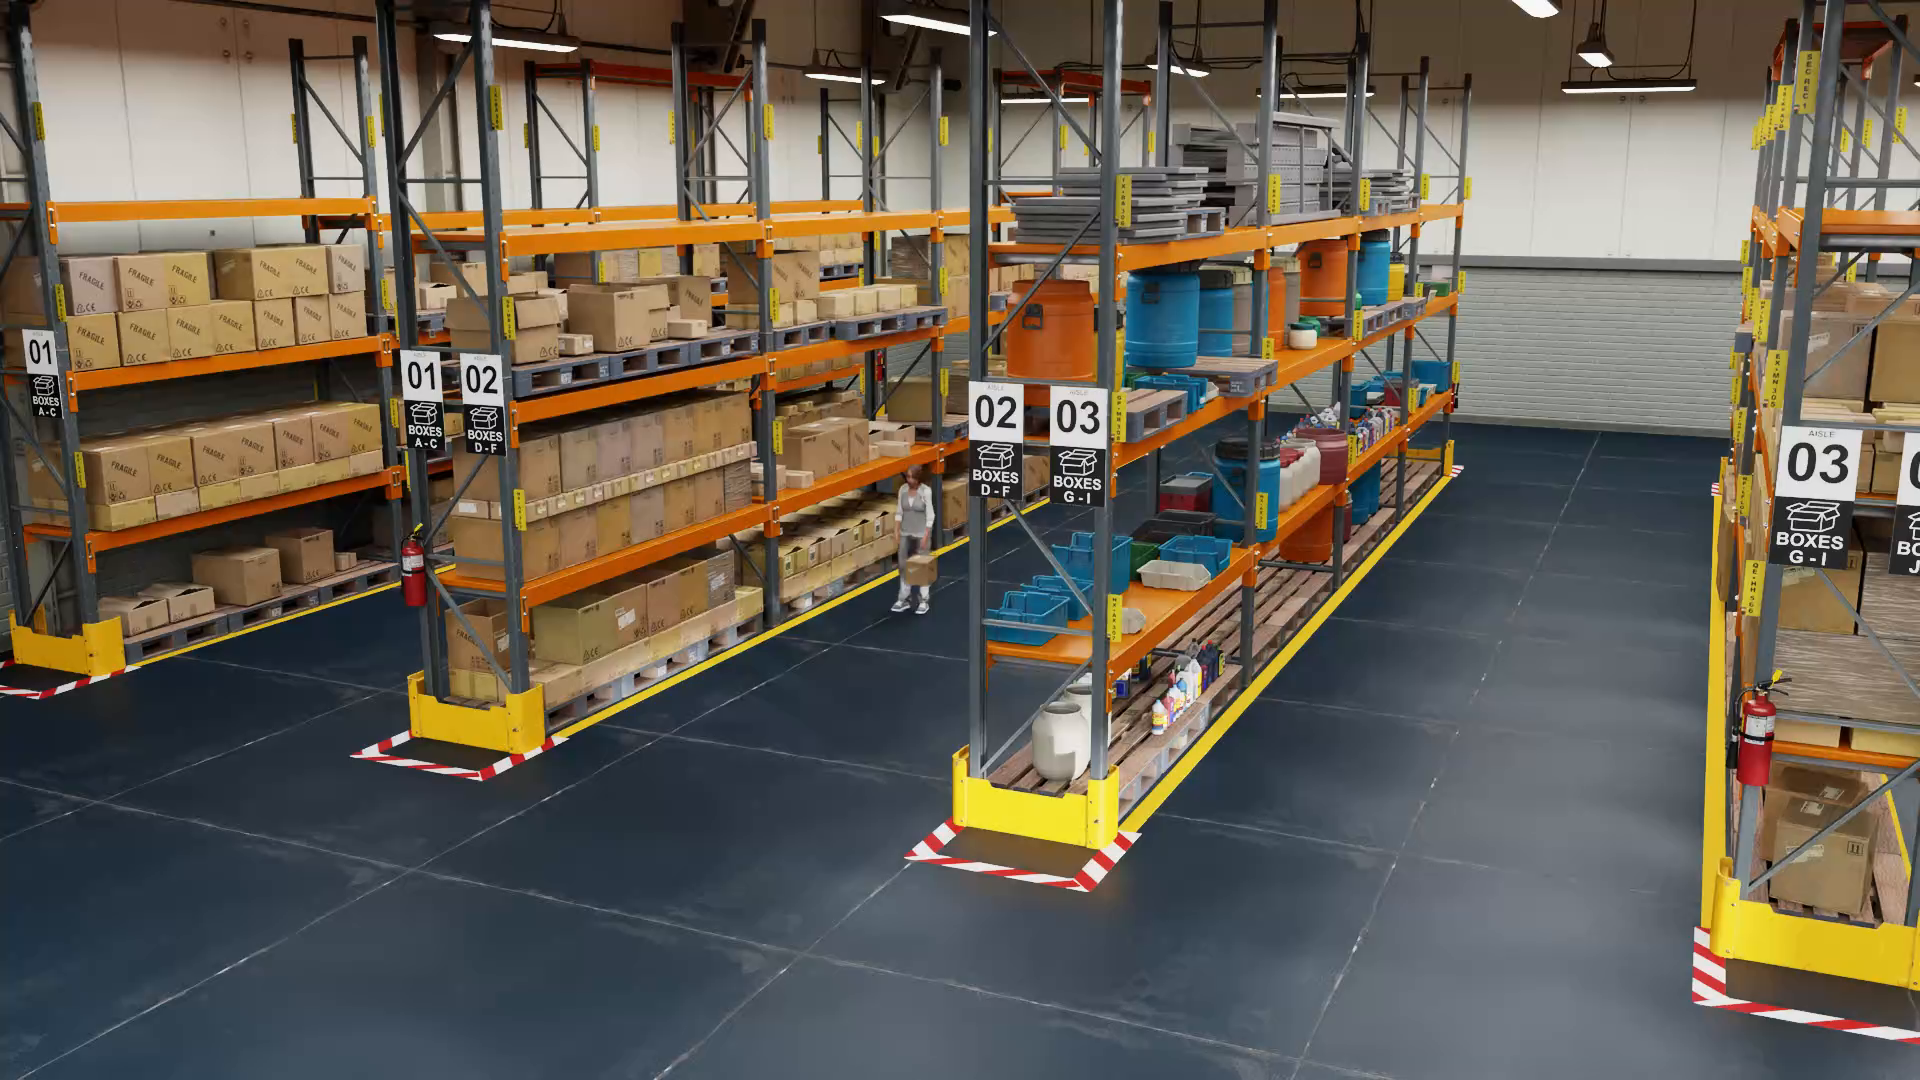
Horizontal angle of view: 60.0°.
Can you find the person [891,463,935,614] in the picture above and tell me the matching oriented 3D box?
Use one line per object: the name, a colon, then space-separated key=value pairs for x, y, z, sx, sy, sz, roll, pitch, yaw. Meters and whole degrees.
person: x=-0.480 y=-0.026 z=17.596 sx=0.450 sy=1.599 sz=0.336 roll=5 pitch=14 yaw=23
